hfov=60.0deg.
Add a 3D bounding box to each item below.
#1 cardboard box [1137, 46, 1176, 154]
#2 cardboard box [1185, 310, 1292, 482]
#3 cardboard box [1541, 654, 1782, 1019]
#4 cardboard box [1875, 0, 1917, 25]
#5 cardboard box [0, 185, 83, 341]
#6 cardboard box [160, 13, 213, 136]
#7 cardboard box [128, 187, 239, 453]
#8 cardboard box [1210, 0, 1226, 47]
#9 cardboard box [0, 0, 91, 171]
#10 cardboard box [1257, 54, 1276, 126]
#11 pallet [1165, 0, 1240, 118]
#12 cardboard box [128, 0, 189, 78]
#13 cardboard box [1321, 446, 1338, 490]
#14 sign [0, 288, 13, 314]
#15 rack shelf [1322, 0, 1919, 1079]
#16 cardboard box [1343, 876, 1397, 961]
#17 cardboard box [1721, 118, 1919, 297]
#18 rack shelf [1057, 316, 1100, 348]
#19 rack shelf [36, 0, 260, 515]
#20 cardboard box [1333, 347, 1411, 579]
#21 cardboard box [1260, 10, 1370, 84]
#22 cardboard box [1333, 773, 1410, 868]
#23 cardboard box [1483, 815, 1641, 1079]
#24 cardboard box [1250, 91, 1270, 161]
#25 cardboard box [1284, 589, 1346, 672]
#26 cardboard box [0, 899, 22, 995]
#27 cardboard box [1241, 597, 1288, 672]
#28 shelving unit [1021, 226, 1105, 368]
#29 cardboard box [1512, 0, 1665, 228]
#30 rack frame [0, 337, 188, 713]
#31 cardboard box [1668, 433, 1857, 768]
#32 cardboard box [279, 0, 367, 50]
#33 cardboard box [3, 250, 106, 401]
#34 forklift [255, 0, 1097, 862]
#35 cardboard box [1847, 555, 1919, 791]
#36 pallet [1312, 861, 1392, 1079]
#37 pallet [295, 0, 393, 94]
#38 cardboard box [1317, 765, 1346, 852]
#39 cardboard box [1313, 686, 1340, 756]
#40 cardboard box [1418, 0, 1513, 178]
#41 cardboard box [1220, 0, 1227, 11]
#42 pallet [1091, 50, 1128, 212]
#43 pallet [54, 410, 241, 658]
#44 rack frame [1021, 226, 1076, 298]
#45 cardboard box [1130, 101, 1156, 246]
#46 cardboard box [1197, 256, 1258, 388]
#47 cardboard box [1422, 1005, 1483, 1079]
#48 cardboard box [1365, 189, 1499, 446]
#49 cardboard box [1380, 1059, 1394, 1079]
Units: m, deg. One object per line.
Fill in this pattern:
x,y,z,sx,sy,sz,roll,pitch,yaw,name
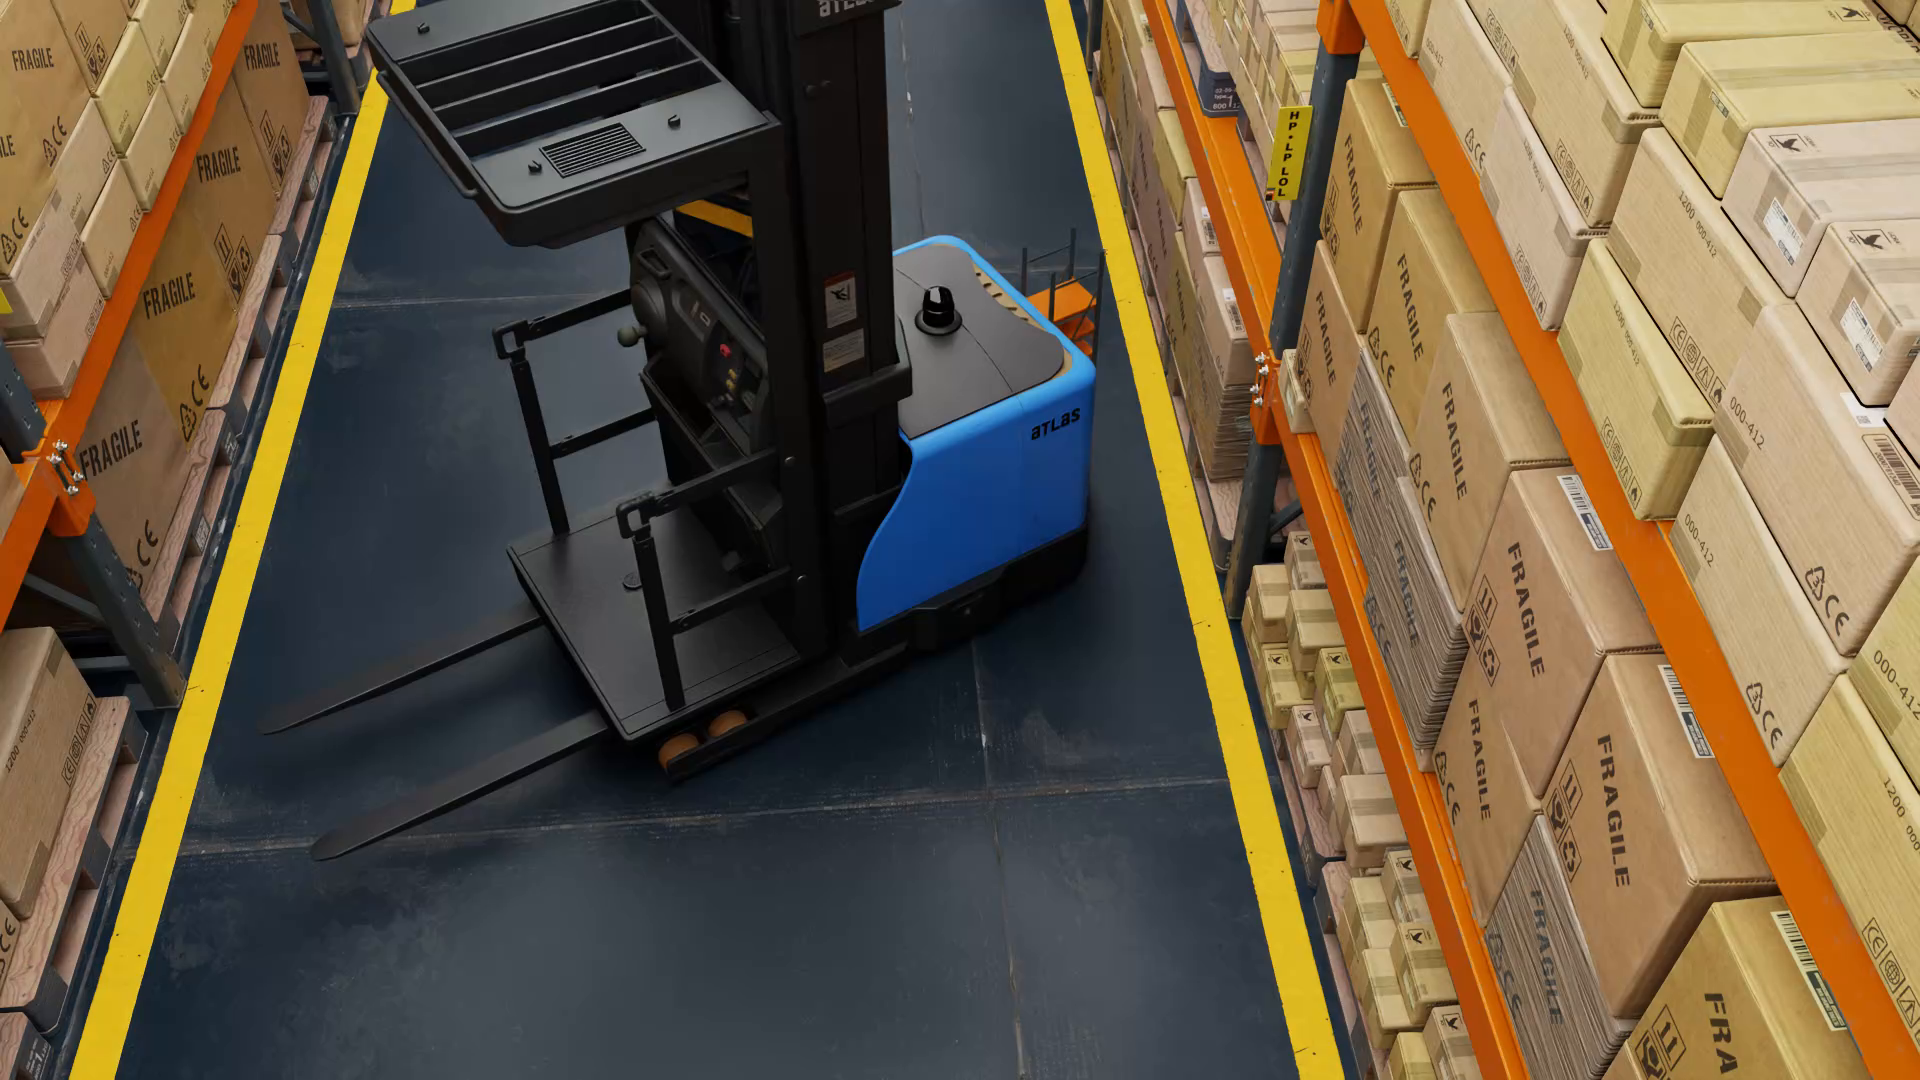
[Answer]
1.089,-1.990,7.484,0.500,0.250,0.500,-3,47,-3,cardboard box
1.223,-0.597,6.682,0.500,0.500,0.500,-4,47,-4,cardboard box
1.490,0.563,3.188,0.500,0.500,0.500,-1,47,-1,cardboard box
1.930,-1.118,3.161,0.380,0.149,0.250,-5,47,-5,cardboard box
-3.144,-0.874,5.271,0.500,0.250,0.500,-5,47,-4,cardboard box
-3.267,-1.809,6.501,0.500,0.250,0.500,-4,47,-4,cardboard box
-3.603,-0.929,6.738,0.875,0.875,0.875,-2,47,-2,cardboard box
1.193,-2.068,6.526,0.380,0.149,0.250,-2,47,-2,cardboard box
-3.209,-1.499,5.346,0.500,0.500,0.500,-4,47,-4,cardboard box
1.265,-1.599,5.877,0.380,0.149,0.250,-2,47,-2,cardboard box
1.408,-2.190,6.891,1.003,0.211,1.213,-3,47,-3,pallet
-3.276,-1.982,6.320,0.500,0.250,0.500,-5,47,-4,cardboard box
1.329,-0.299,5.140,0.380,0.149,0.250,-2,47,-2,cardboard box
-2.835,-0.778,4.770,0.100,0.325,0.005,-3,47,-3,sign
1.703,-0.129,3.236,1.077,0.370,4.000,-3,47,-3,rack shelf
1.392,1.157,5.057,0.380,0.149,0.250,-4,47,-4,cardboard box
1.443,-0.524,2.599,0.380,0.149,0.250,-5,47,-4,cardboard box
0.381,-0.790,6.403,0.258,0.103,0.180,-25,51,-22,rack shelf
-3.556,-1.618,6.712,1.077,0.370,4.000,-3,47,-3,rack shelf
1.375,-0.198,4.597,0.500,0.500,0.500,-3,47,-3,cardboard box
1.265,-1.715,5.782,0.380,0.149,0.250,-5,47,-5,cardboard box
1.377,0.860,5.134,0.380,0.149,0.250,-3,47,-2,cardboard box
1.487,0.917,3.542,0.500,0.500,0.500,-3,47,-3,cardboard box
1.264,-1.494,5.983,0.380,0.149,0.250,-4,47,-3,cardboard box
1.322,0.304,5.661,0.380,0.149,0.250,-1,47,-1,cardboard box
-3.367,1.427,4.808,0.875,0.438,0.875,-5,47,-4,cardboard box
1.246,0.327,6.049,0.380,0.149,0.250,-5,47,-5,cardboard box
0.380,-0.656,6.545,0.258,1.200,0.189,-25,51,-22,shelving unit
1.402,-0.856,3.187,0.500,0.250,0.500,-3,47,-3,cardboard box
-3.388,-0.418,5.080,1.000,3.000,0.127,-3,47,-3,rack frame
1.491,0.081,2.645,0.500,0.250,0.500,-2,47,-2,cardboard box
-3.760,-2.962,9.010,0.950,0.372,0.625,-6,47,-6,cardboard box
-3.162,-0.701,5.451,0.500,0.250,0.500,-4,47,-4,cardboard box
-1.018,-0.598,5.297,3.031,2.935,1.130,-25,51,-22,forklift
1.535,0.262,2.129,0.500,0.250,0.500,-5,47,-4,cardboard box
1.733,1.535,5.151,1.003,0.211,1.213,-3,47,-3,pallet
-3.787,-2.919,9.369,1.003,0.211,1.213,-3,47,-3,pallet
1.412,0.877,5.528,0.380,0.149,0.250,-4,47,-4,cardboard box
1.414,0.575,5.609,0.380,0.149,0.250,-4,47,-4,cardboard box
1.363,-1.059,3.725,0.500,0.250,0.500,-4,47,-4,cardboard box
1.192,-2.182,6.429,0.380,0.149,0.250,-3,47,-3,cardboard box
1.265,-2.162,8.652,1.003,0.211,1.213,-3,47,-3,pallet
-3.528,-0.013,6.617,1.003,0.211,1.213,-3,47,-3,pallet
0.331,-0.712,6.598,0.240,1.200,0.006,-25,51,-22,rack frame
1.099,-1.709,7.735,0.500,0.500,0.500,-5,47,-4,cardboard box
1.222,-0.858,6.413,0.500,0.250,0.500,-5,47,-4,cardboard box
1.514,1.421,4.603,0.380,0.149,0.250,-5,47,-5,cardboard box
1.389,-0.557,4.249,0.500,0.500,0.500,-5,47,-4,cardboard box
1.440,1.636,4.809,0.380,0.149,0.250,-3,47,-3,cardboard box
